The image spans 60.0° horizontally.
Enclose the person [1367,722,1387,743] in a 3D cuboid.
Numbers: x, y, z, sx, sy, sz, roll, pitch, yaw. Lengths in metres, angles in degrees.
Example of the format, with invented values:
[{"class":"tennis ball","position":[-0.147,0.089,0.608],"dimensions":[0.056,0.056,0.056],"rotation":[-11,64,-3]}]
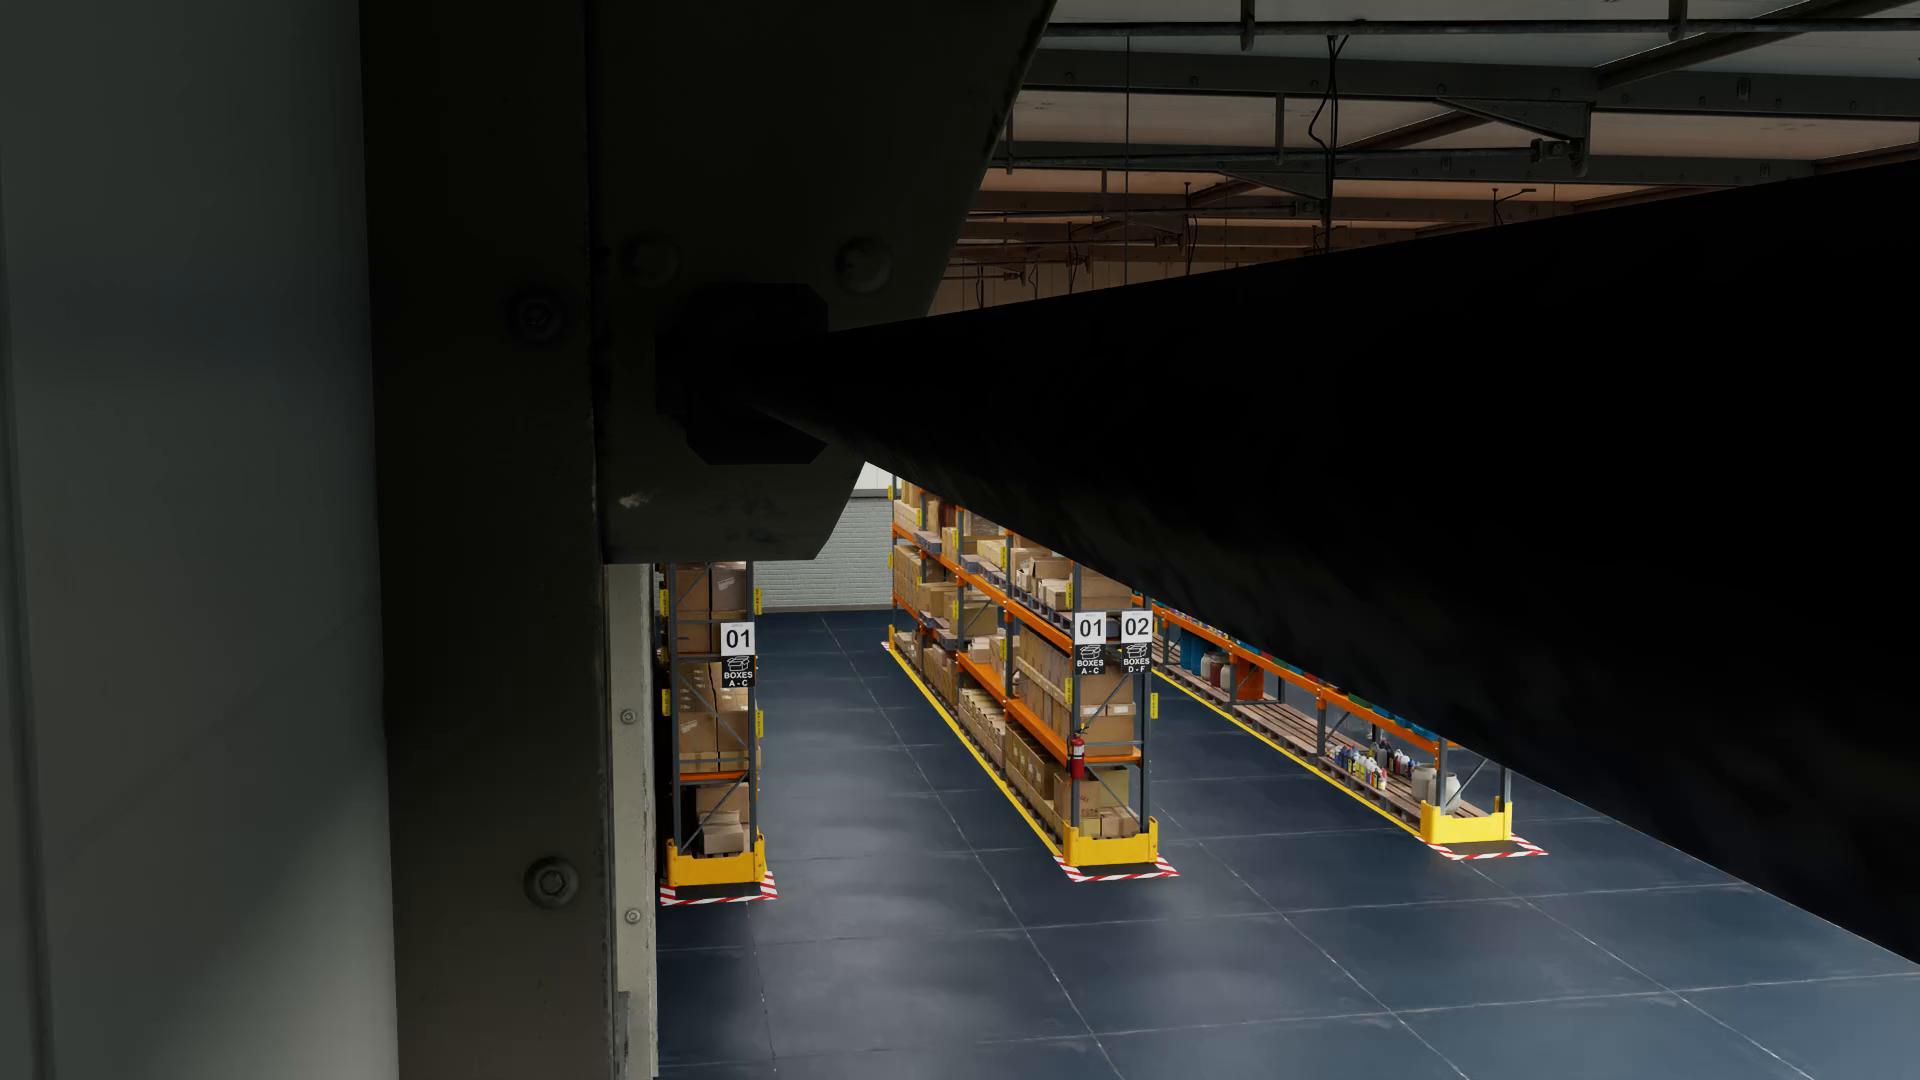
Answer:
[{"class":"person","position":[6.913,2.547,27.712],"dimensions":[0.374,1.611,0.518],"rotation":[-4,8,-35]}]
